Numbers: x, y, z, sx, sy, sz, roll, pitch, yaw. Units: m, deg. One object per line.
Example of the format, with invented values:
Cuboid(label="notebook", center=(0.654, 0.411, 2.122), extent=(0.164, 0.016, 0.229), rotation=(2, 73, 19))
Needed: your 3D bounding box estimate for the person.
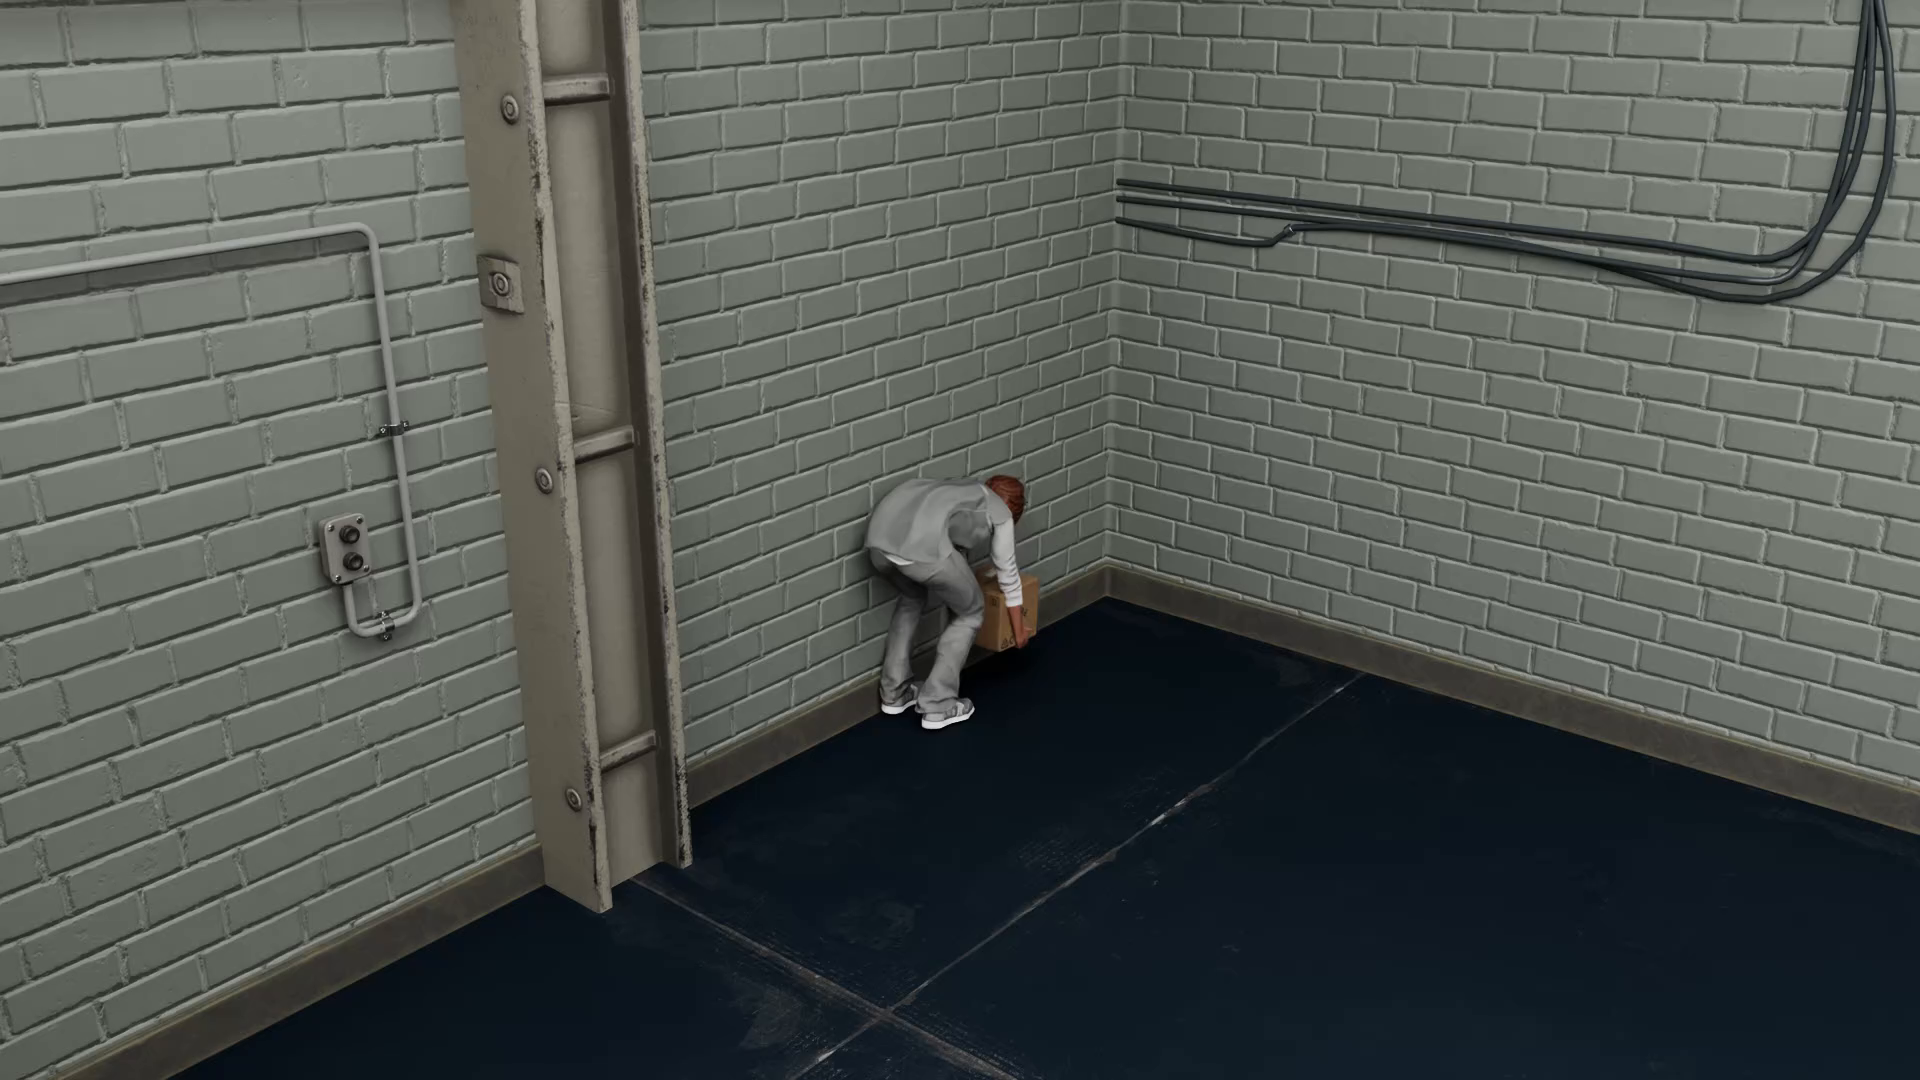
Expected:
Cuboid(label="person", center=(-0.023, 0.184, 6.511), extent=(0.410, 0.959, 0.868), rotation=(15, 25, 34))
